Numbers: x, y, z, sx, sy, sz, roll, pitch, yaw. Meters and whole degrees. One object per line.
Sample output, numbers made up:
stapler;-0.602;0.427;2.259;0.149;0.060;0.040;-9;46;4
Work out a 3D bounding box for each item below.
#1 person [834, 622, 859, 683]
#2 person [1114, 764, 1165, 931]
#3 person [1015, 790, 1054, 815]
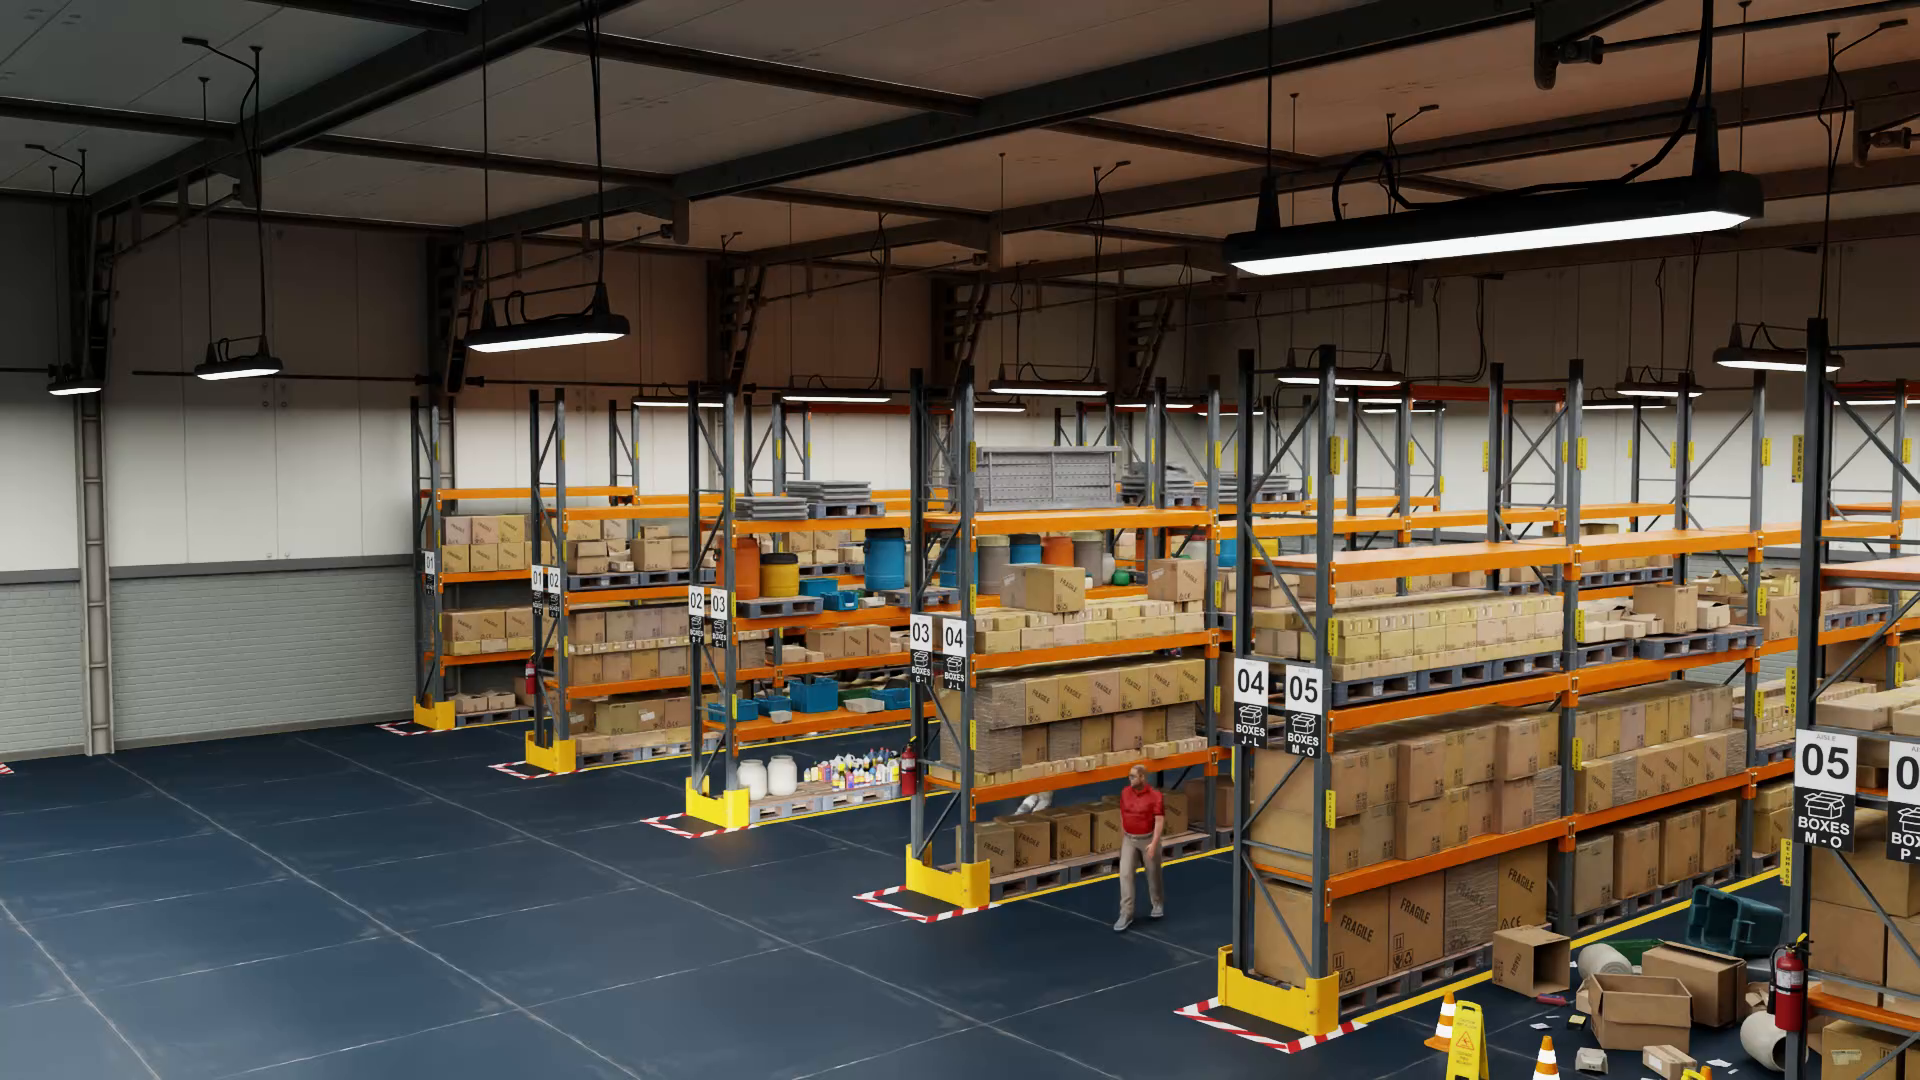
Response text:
person;-2.131;2.390;32.308;0.673;1.764;0.740;3;4;39
person;1.915;3.246;17.794;0.562;1.692;0.921;2;4;28
person;1.062;3.039;21.904;0.793;1.680;0.643;-3;4;-38
